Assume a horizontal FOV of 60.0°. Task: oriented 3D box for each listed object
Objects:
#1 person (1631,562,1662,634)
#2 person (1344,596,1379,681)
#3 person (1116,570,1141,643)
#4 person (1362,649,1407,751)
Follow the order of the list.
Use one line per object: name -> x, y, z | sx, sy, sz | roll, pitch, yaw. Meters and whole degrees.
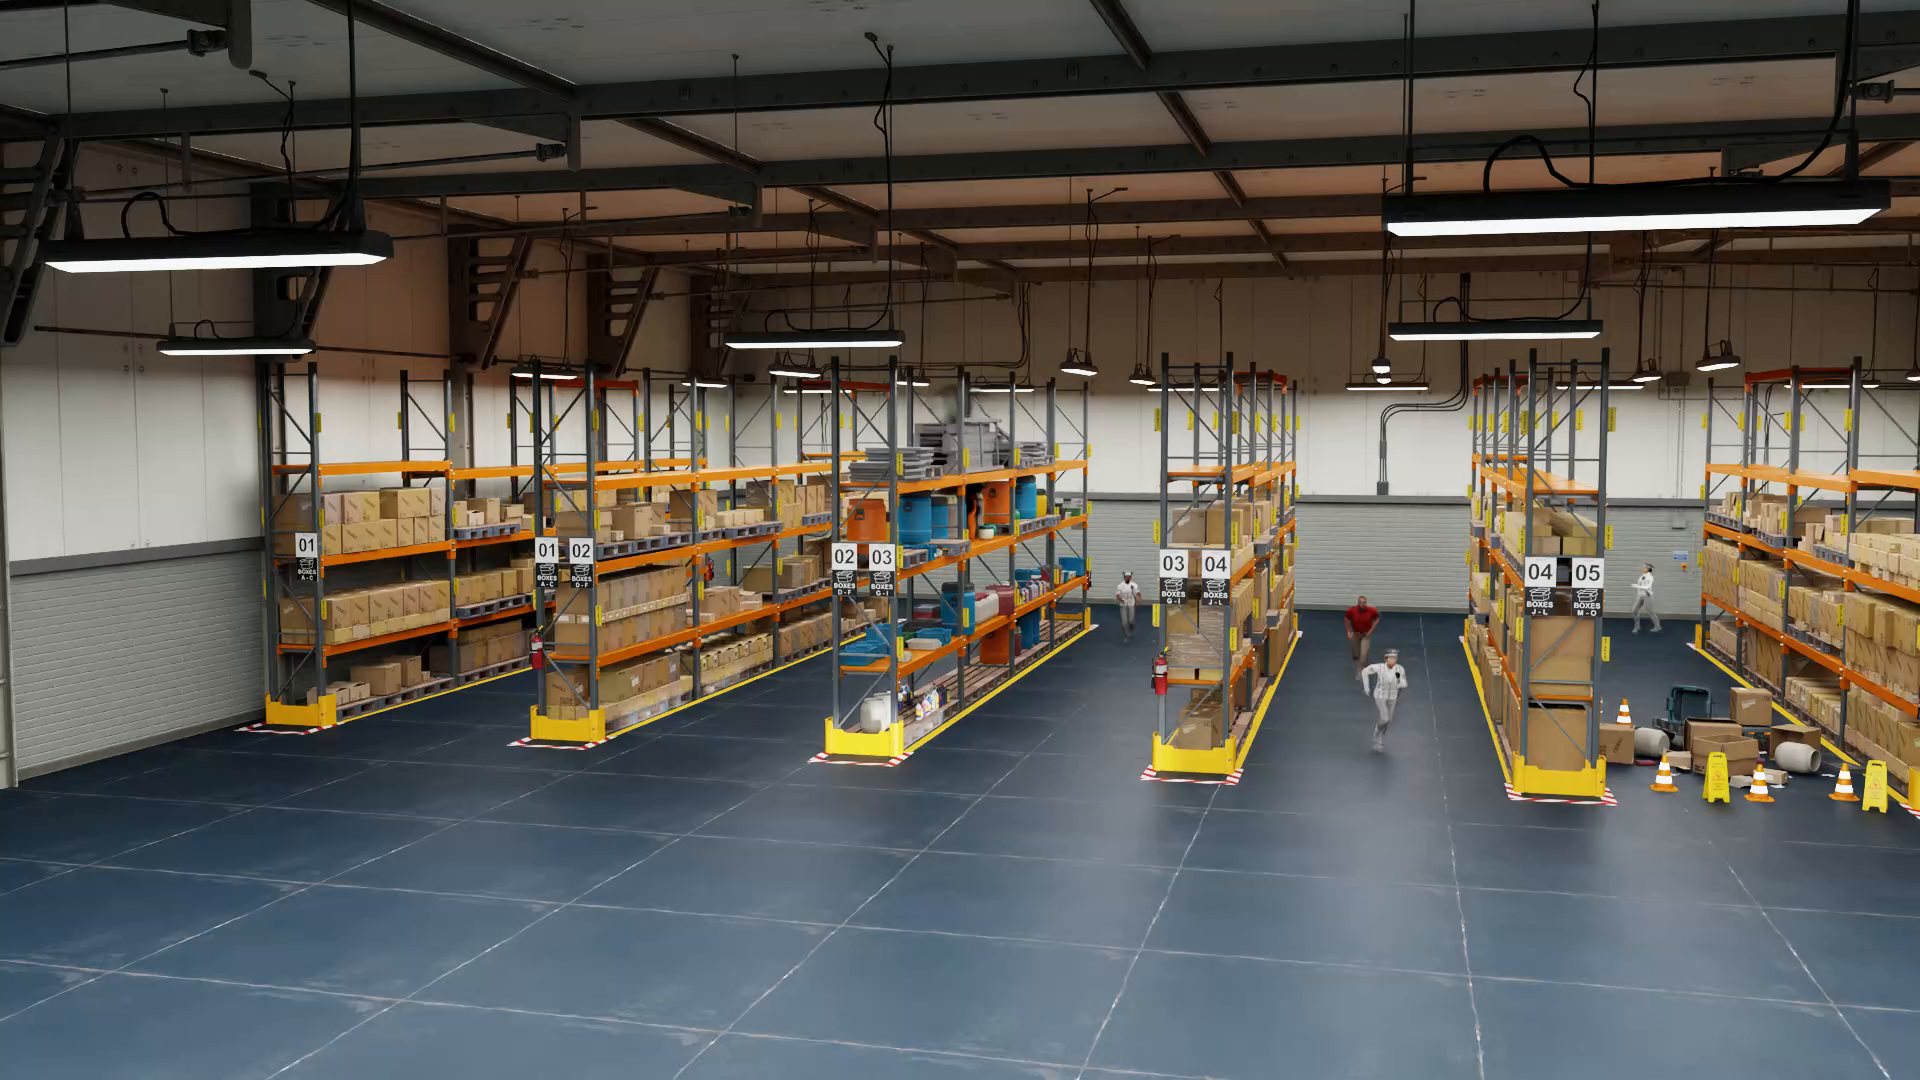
person -> 16.265, 1.387, 39.432 | 0.747, 1.754, 0.579 | 0, 4, -5
person -> 7.868, 1.909, 32.617 | 0.662, 1.677, 0.852 | 1, 4, 8
person -> 3.824, 1.516, 37.874 | 0.570, 1.661, 0.529 | 1, 4, 9
person -> 6.442, 2.424, 25.156 | 0.600, 1.606, 0.748 | -1, 4, -10
